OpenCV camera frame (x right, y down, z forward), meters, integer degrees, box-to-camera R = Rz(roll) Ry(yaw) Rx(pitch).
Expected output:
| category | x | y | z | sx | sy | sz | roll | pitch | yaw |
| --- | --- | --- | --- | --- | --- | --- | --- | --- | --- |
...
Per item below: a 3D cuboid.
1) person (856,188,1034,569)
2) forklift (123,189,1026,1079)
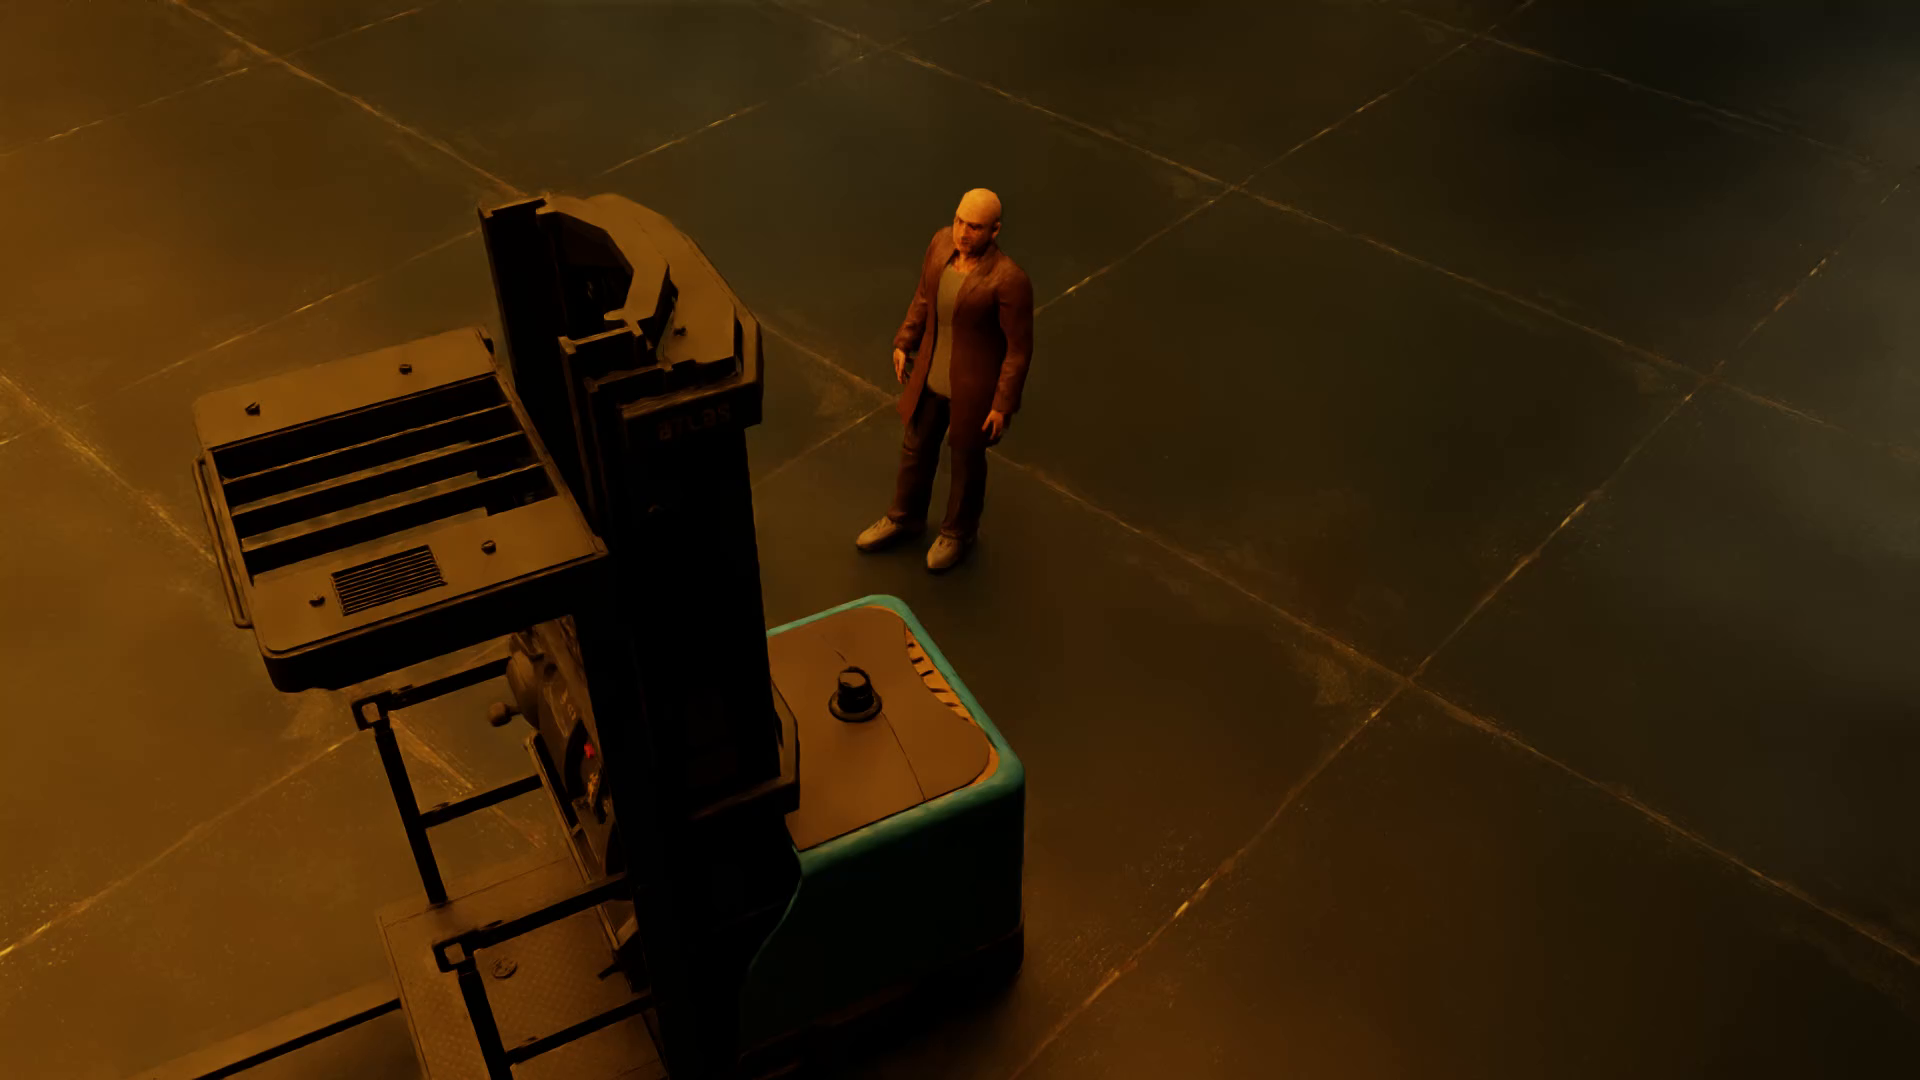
| category | x | y | z | sx | sy | sz | roll | pitch | yaw |
| --- | --- | --- | --- | --- | --- | --- | --- | --- | --- |
| person | -0.065 | -0.638 | 7.047 | 0.694 | 1.776 | 0.580 | 31 | 49 | 31 |
| forklift | -1.327 | 0.591 | 4.739 | 3.031 | 2.935 | 1.130 | -19 | 44 | -21 |
